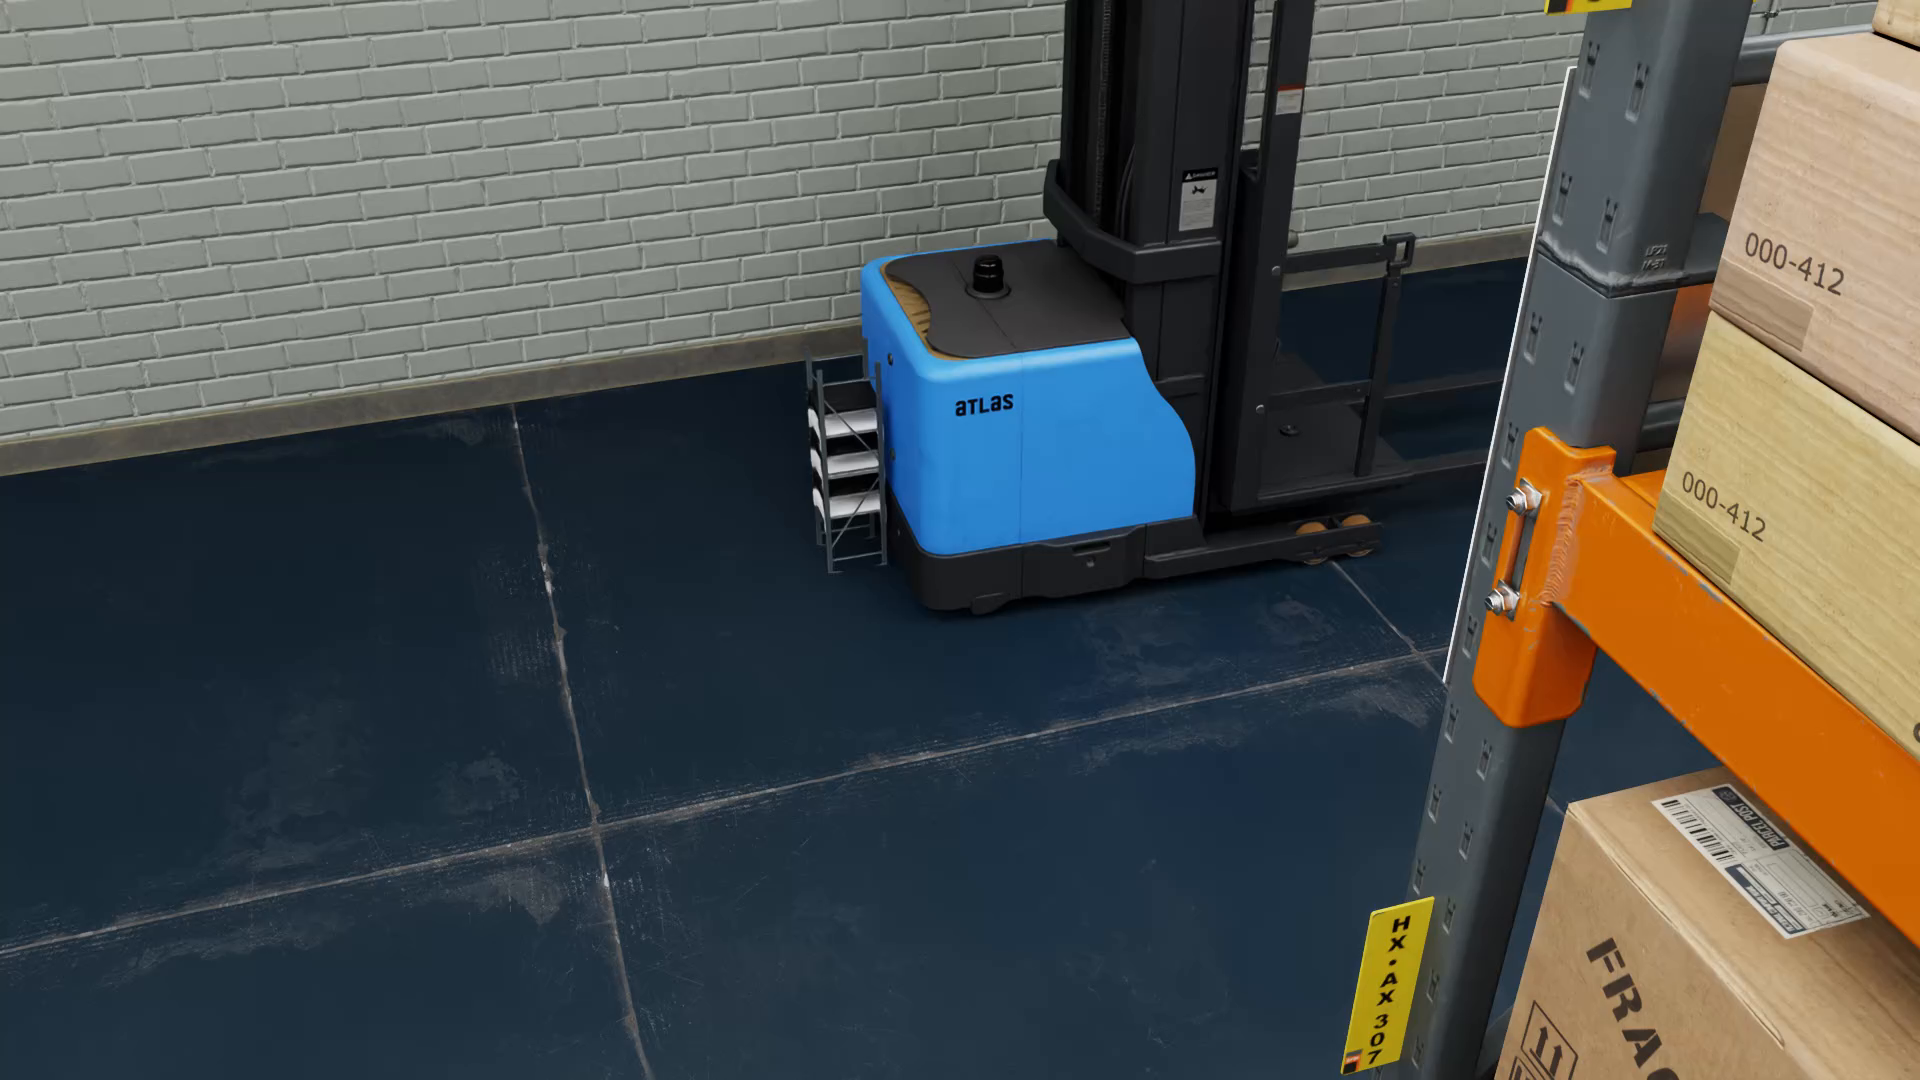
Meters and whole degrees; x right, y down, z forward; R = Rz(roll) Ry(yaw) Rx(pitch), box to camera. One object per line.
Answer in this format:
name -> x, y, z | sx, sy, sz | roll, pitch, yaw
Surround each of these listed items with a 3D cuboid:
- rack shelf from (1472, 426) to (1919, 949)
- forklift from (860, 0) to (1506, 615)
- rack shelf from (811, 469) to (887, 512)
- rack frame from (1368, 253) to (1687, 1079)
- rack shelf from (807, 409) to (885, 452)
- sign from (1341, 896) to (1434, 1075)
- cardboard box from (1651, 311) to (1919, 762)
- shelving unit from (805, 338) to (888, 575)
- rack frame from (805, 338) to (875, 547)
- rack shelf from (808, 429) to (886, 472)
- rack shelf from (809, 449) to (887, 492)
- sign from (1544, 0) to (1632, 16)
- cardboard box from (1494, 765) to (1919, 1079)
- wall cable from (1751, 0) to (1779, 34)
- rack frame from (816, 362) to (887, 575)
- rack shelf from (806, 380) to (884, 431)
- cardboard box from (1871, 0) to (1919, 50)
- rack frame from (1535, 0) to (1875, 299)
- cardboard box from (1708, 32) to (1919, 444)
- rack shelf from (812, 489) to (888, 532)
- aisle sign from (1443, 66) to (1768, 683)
rack shelf -> 1.720, 0.990, 0.463 | 1.077, 0.370, 4.000 | -10, 35, -15
forklift -> 1.175, -1.396, 6.203 | 3.031, 2.935, 1.130 | -9, 35, -14
rack shelf -> -0.434, -0.211, 6.476 | 0.258, 0.077, 0.200 | -9, 35, -13
rack frame -> 1.110, 0.891, 2.680 | 1.000, 3.000, 0.127 | -10, 35, -15
rack shelf -> -0.434, -0.436, 6.326 | 0.258, 0.077, 0.200 | -9, 35, -13
sign -> 0.593, 0.621, 2.304 | 0.100, 0.325, 0.005 | -10, 35, -15
cardboard box -> 1.003, -0.019, 1.473 | 0.500, 0.250, 0.500 | -9, 34, -13
shelving unit -> -0.434, -0.314, 6.407 | 0.258, 0.900, 0.210 | -9, 35, -13
rack frame -> -0.463, -0.367, 6.489 | 0.240, 0.900, 0.006 | -9, 35, -13
rack shelf -> -0.434, -0.361, 6.376 | 0.258, 0.077, 0.200 | -9, 35, -13
rack shelf -> -0.434, -0.286, 6.426 | 0.258, 0.077, 0.200 | -9, 35, -13
sign -> 0.593, -0.634, 1.474 | 0.100, 0.325, 0.005 | -10, 35, -15
cardboard box -> 0.994, 0.589, 1.871 | 0.500, 0.500, 0.500 | -10, 35, -15
wall cable -> 4.051, -3.388, 8.206 | 0.585, 1.953, 0.123 | -10, 35, -15
rack frame -> -0.405, -0.260, 6.326 | 0.240, 0.900, 0.006 | -9, 35, -13
rack shelf -> -0.435, -0.511, 6.277 | 0.258, 0.077, 0.200 | -9, 35, -13
cardboard box -> 0.992, -0.464, 1.332 | 0.380, 0.149, 0.250 | -10, 35, -15
rack frame -> 1.110, -1.612, 1.027 | 1.000, 3.000, 0.127 | -10, 35, -15
cardboard box -> 0.999, -0.227, 1.334 | 0.500, 0.250, 0.500 | -9, 35, -14
rack shelf -> -0.433, -0.136, 6.525 | 0.258, 0.077, 0.200 | -9, 35, -13
aisle sign -> 0.802, -0.181, 1.945 | 0.394, 0.787, 0.004 | -10, 35, -15
